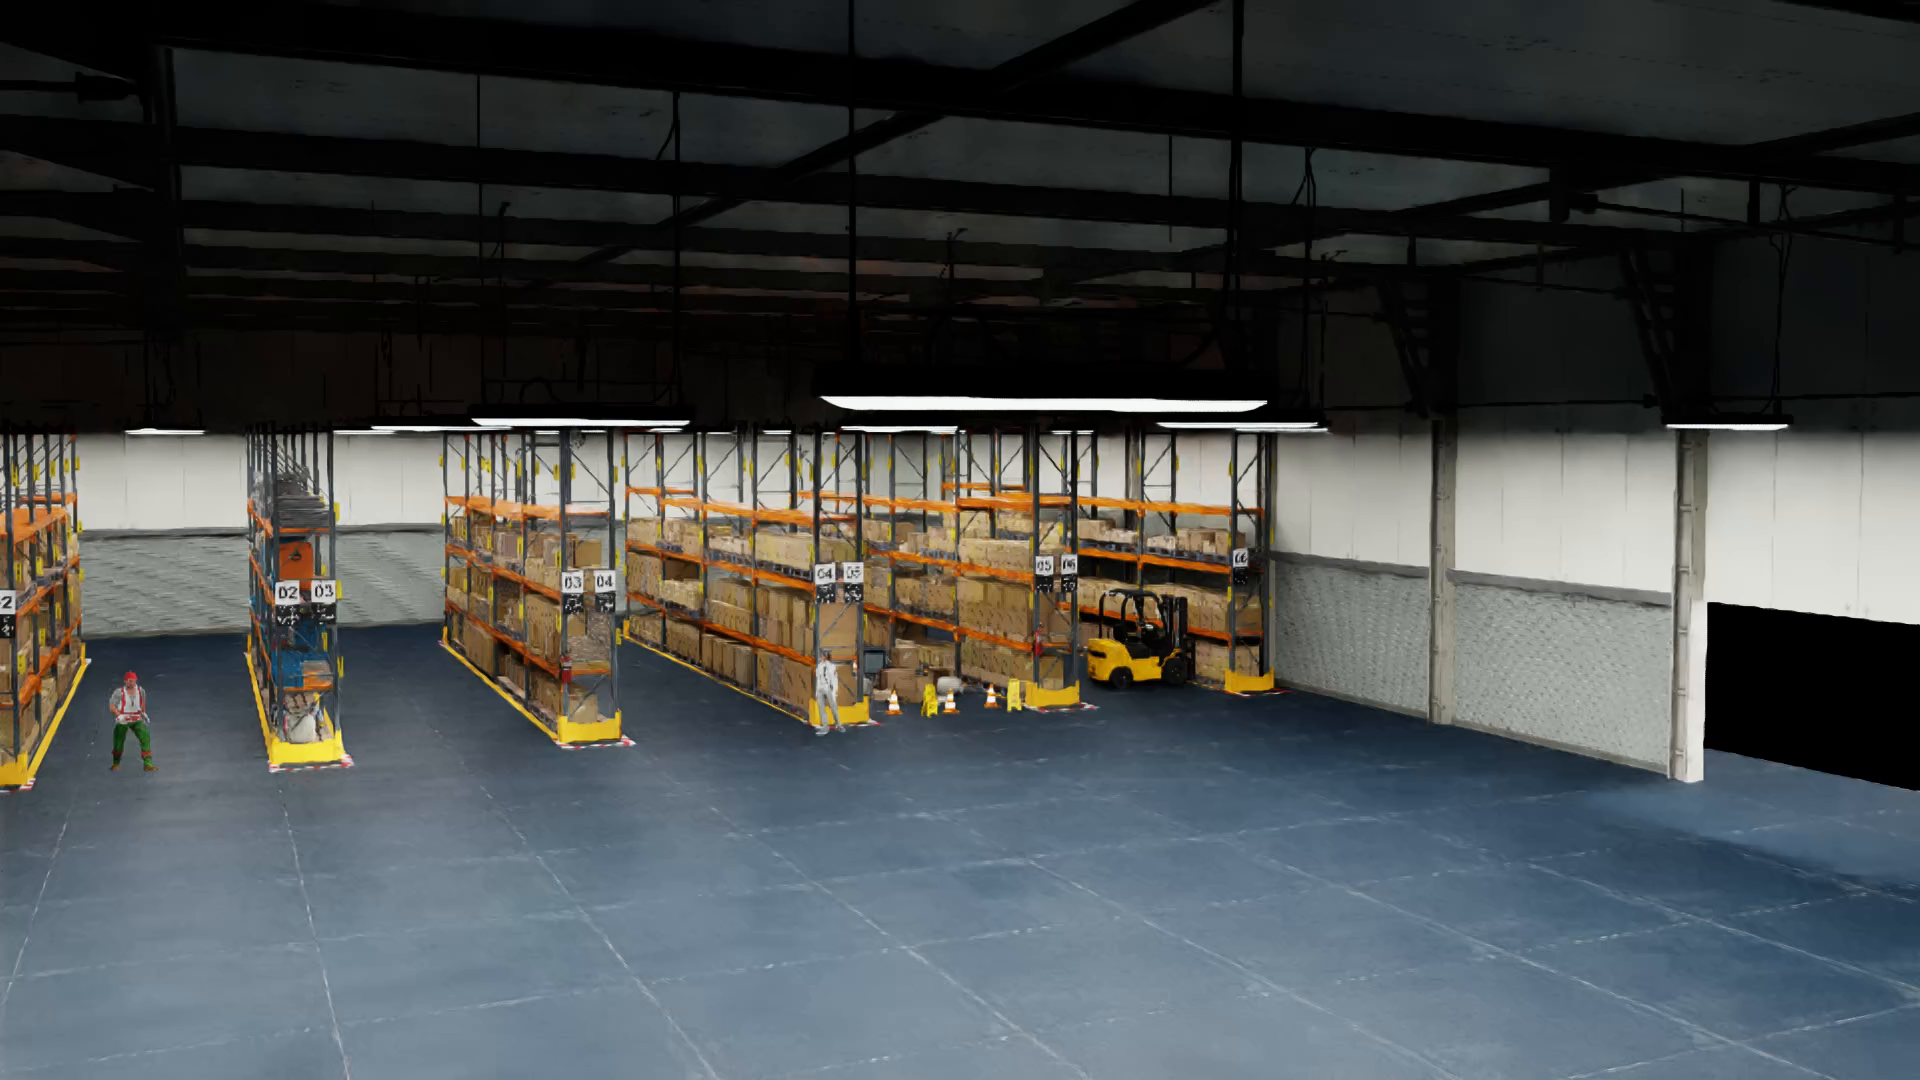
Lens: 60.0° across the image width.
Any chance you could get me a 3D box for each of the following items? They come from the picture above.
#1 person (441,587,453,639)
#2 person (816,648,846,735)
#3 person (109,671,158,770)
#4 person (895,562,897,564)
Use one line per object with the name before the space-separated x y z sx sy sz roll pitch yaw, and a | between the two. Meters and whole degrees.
person | -14.293 1.895 46.834 0.575 1.769 0.771 1 4 11
person | -2.516 2.897 32.027 0.572 1.668 0.531 3 4 37
person | -14.165 3.079 28.371 0.675 1.720 0.838 -3 5 -41
person | -2.000 1.543 52.786 0.605 1.770 0.767 3 4 37
